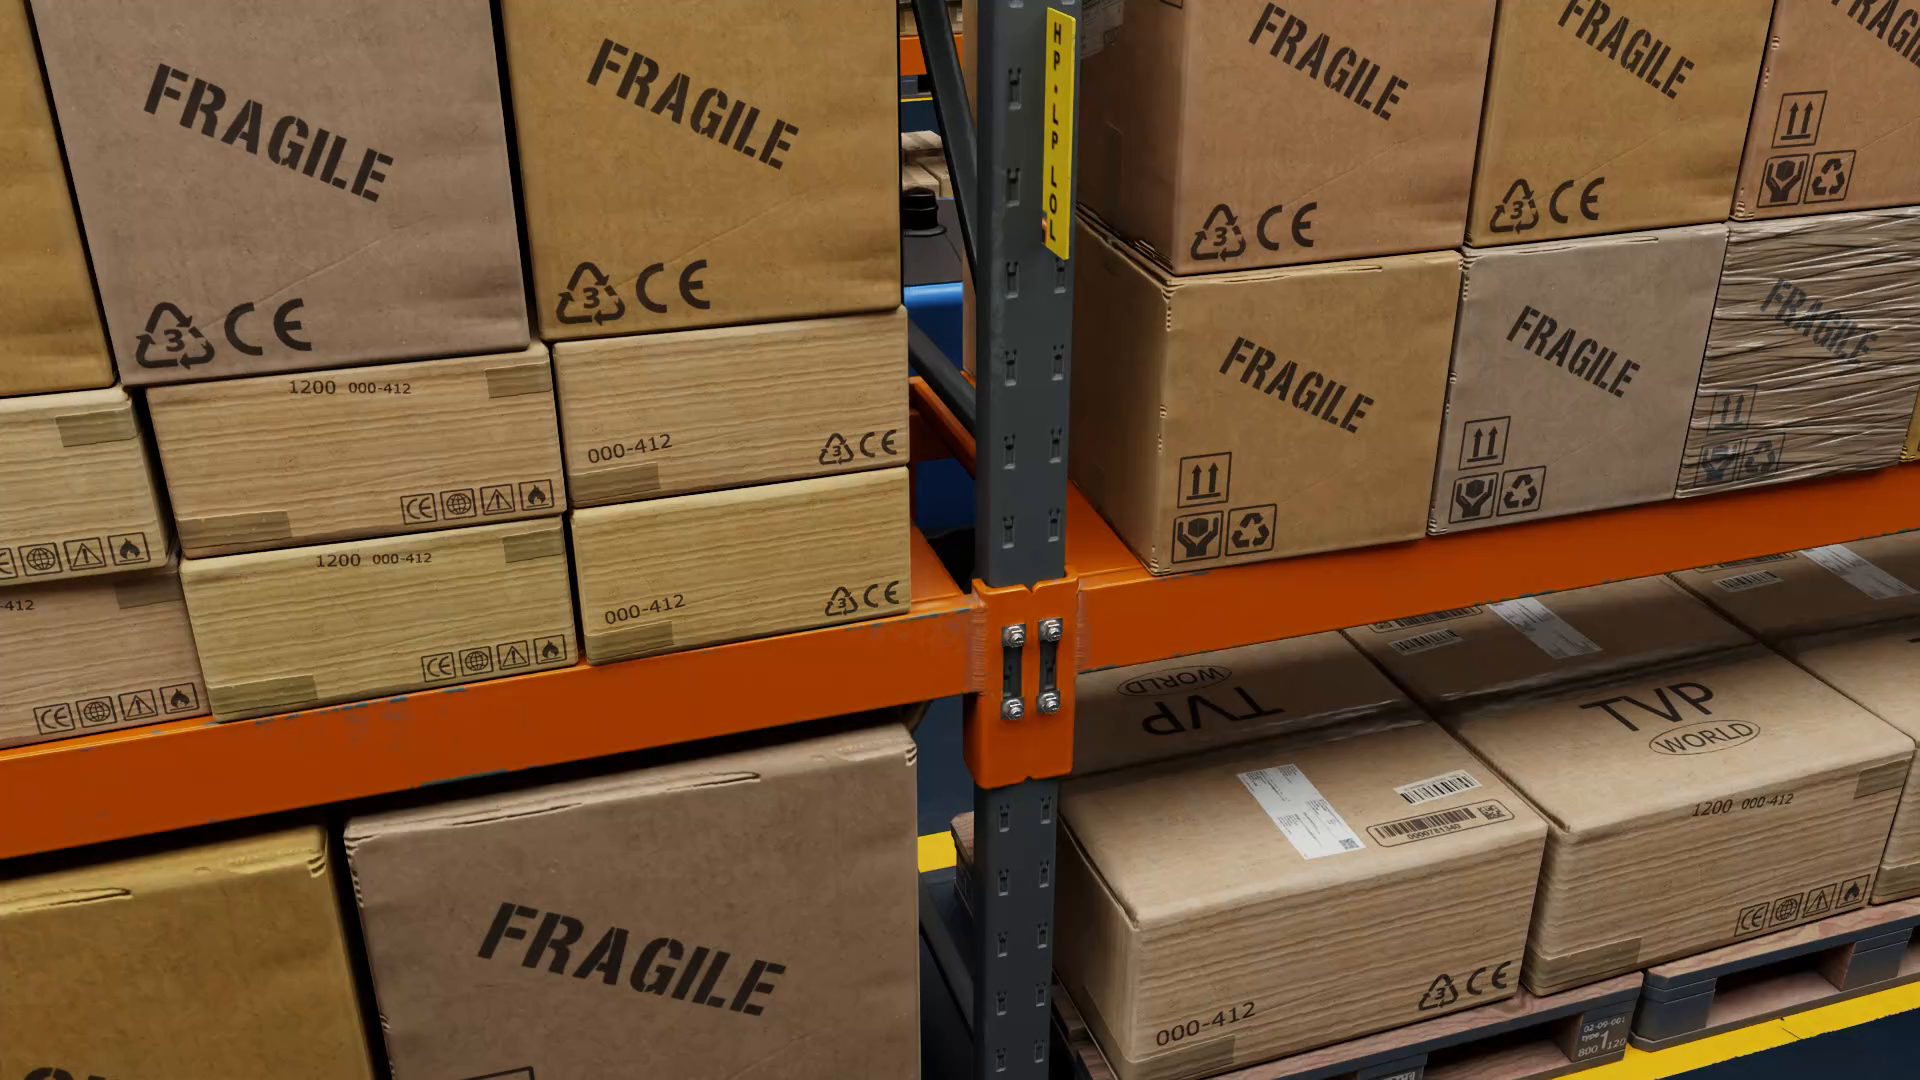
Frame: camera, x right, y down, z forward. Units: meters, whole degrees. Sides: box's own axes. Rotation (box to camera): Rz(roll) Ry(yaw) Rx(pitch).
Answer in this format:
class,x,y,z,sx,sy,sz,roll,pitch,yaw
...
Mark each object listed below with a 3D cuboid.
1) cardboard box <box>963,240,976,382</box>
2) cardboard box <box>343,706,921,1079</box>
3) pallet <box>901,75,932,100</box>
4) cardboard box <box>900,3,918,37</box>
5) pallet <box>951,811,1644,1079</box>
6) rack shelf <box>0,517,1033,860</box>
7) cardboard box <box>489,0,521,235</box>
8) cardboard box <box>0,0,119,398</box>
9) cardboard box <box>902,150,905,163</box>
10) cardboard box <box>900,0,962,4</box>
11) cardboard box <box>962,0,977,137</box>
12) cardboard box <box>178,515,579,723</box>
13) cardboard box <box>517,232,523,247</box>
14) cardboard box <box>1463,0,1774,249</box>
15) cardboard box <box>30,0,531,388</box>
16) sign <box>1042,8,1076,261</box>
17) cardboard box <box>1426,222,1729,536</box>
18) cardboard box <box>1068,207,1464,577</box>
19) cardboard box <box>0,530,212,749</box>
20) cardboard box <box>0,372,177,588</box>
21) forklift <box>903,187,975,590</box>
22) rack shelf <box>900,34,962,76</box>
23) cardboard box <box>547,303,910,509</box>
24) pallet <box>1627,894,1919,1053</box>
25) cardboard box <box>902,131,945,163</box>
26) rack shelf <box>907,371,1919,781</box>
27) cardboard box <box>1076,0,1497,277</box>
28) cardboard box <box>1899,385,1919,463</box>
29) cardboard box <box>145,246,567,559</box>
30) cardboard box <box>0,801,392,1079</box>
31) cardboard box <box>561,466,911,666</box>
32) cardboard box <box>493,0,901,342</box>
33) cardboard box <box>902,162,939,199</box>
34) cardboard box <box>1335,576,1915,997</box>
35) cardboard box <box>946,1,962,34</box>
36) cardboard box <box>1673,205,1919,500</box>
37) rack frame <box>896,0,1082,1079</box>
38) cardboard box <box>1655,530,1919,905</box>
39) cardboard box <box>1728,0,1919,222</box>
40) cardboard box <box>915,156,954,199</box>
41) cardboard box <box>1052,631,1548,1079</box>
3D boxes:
class,x,y,z,sx,sy,sz,roll,pitch,yaw
cardboard box,0.318,-0.516,3.304,0.500,0.500,0.500,-8,27,-16
cardboard box,-0.609,0.583,3.119,0.875,0.875,0.875,-7,27,-14
pallet,-0.046,-3.648,12.861,1.213,0.211,1.003,-8,28,-16
cardboard box,-0.322,-2.334,7.361,0.250,0.149,0.380,-8,27,-15
pallet,0.703,0.878,3.744,1.213,0.211,1.003,-8,28,-16
rack shelf,-1.946,0.298,2.585,4.000,0.370,1.077,-8,28,-16
cardboard box,-0.552,-0.853,2.858,0.500,0.500,0.500,-8,27,-16
cardboard box,-1.369,-0.488,2.124,0.500,0.500,0.500,-7,27,-15
cardboard box,-0.451,-1.883,8.235,0.250,0.149,0.380,-10,28,-19
cardboard box,-0.166,-2.643,7.254,0.500,0.500,0.500,-9,28,-17
cardboard box,0.319,-0.974,3.101,0.500,0.500,0.500,-8,28,-17
cardboard box,-0.877,0.006,2.534,0.500,0.250,0.500,-9,28,-17
cardboard box,-0.550,-0.515,3.020,0.500,0.250,0.500,-9,28,-18
cardboard box,0.966,-0.822,2.796,0.500,0.500,0.500,-9,28,-17
cardboard box,-0.881,-0.550,2.248,0.500,0.500,0.500,-8,27,-15
sign,0.133,-0.554,2.280,0.005,0.325,0.100,-8,28,-16
cardboard box,0.963,-0.366,3.001,0.500,0.500,0.500,-8,28,-16
cardboard box,0.483,-0.298,2.865,0.500,0.500,0.500,-7,27,-14
cardboard box,-1.363,0.067,2.410,0.500,0.250,0.500,-9,28,-17
cardboard box,-1.352,-0.147,2.279,0.500,0.250,0.500,-8,27,-15
forklift,-1.200,-1.162,4.794,3.031,2.935,1.130,-7,27,-14
rack shelf,0.228,-2.332,7.882,4.000,0.370,1.077,-8,28,-16
cardboard box,-0.388,-0.293,2.573,0.500,0.250,0.500,-8,28,-16
pallet,1.865,0.708,4.086,1.213,0.211,1.003,-8,28,-16
cardboard box,-0.198,-1.926,8.321,0.250,0.149,0.380,-9,28,-18
rack shelf,1.857,-0.253,3.695,4.000,0.370,1.077,-8,28,-16
cardboard box,0.483,-0.755,2.661,0.500,0.500,0.500,-8,28,-16
cardboard box,1.927,-0.502,3.276,0.500,0.500,0.500,-7,27,-15
cardboard box,-0.861,-0.221,2.428,0.500,0.250,0.500,-8,27,-15
cardboard box,-1.466,0.711,2.862,0.875,0.875,0.875,-7,27,-15
cardboard box,-0.393,-0.064,2.674,0.500,0.250,0.500,-9,28,-17
cardboard box,-0.391,-0.624,2.397,0.500,0.500,0.500,-7,27,-14
cardboard box,-0.268,-1.630,7.726,0.250,0.149,0.380,-8,27,-15
cardboard box,1.437,0.495,3.788,0.875,0.438,0.875,-9,28,-18
cardboard box,-0.065,-2.368,7.430,0.250,0.149,0.380,-7,27,-14
cardboard box,1.438,-0.431,3.133,0.500,0.500,0.500,-8,28,-16
rack frame,-0.044,-0.299,2.980,0.127,3.000,1.000,-8,28,-16
cardboard box,2.295,0.372,4.036,0.875,0.438,0.875,-7,27,-15
cardboard box,1.456,-0.888,2.928,0.500,0.500,0.500,-8,27,-15
cardboard box,-0.034,-1.703,7.872,0.250,0.149,0.380,-9,28,-18
cardboard box,0.586,0.619,3.539,0.875,0.438,0.875,-9,28,-17
